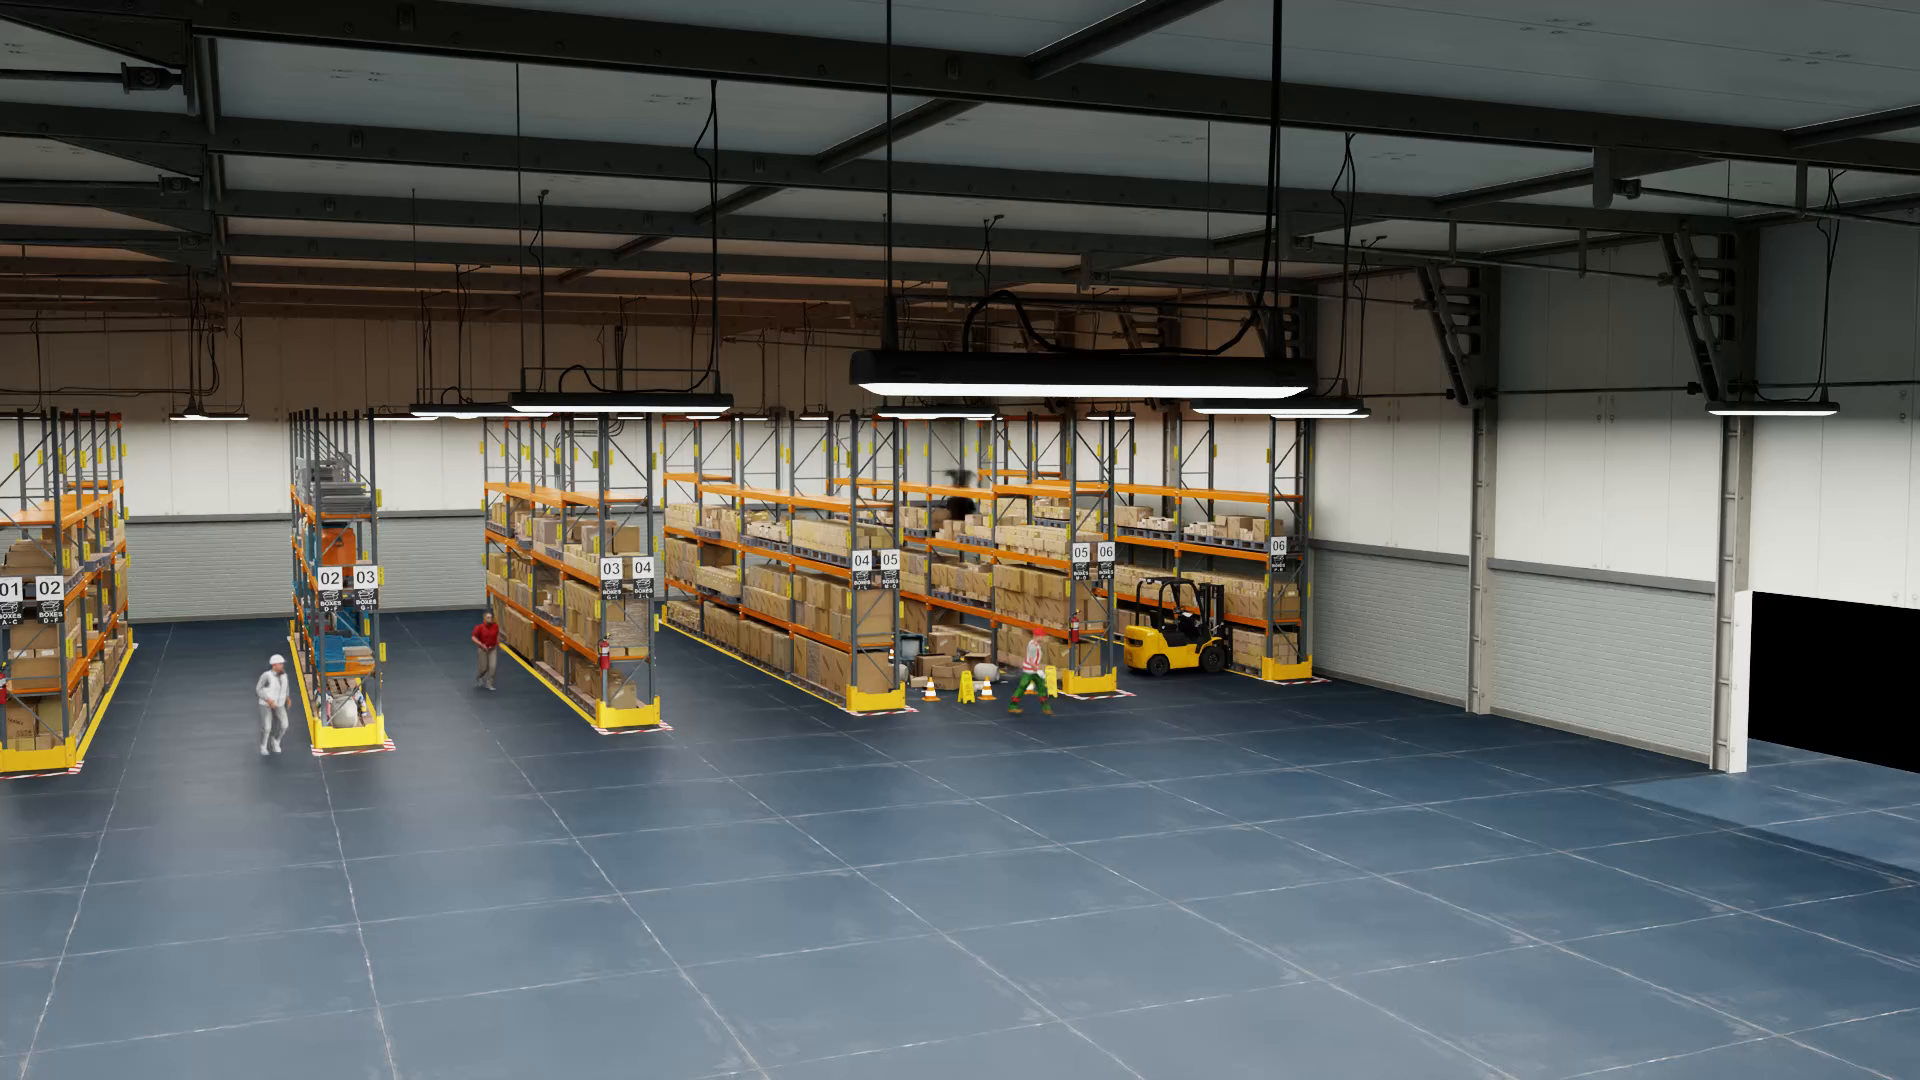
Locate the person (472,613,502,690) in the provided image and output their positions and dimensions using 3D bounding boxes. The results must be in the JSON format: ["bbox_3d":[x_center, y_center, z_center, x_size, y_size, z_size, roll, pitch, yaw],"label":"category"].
[{"bbox_3d":[-10.223,2.388,35.867,0.659,1.675,0.776,-3,5,-34],"label":"person"}]

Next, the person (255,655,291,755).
[{"bbox_3d":[-11.865,2.848,28.750,0.614,1.745,0.704,3,5,37],"label":"person"}]

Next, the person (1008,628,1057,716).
[{"bbox_3d":[1.392,2.592,32.562,0.903,1.779,0.635,2,4,24],"label":"person"}]
